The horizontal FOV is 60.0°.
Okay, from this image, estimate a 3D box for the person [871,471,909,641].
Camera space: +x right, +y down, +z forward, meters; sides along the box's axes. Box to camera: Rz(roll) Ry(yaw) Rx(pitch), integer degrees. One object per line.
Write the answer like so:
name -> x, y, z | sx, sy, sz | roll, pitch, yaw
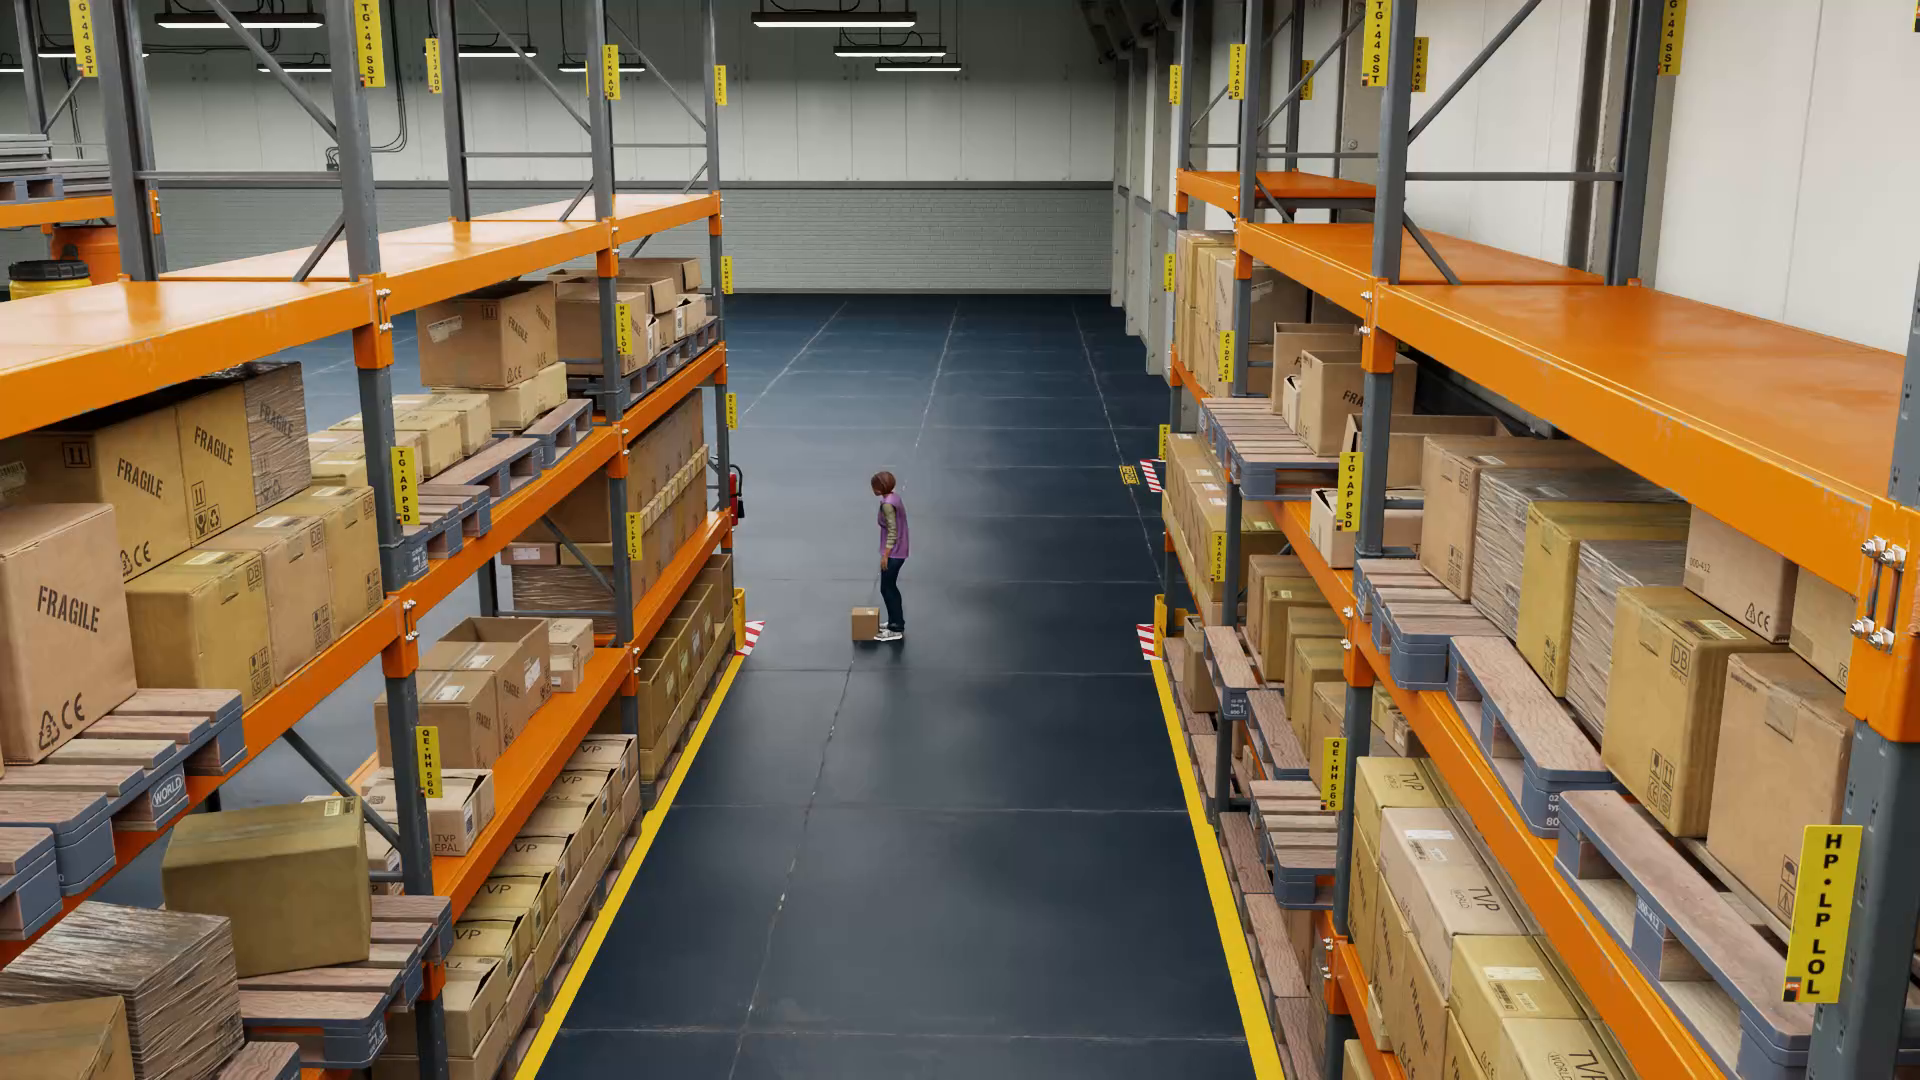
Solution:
person -> -0.645, 0.136, 15.484 | 0.343, 1.593, 0.462 | 0, 14, 2
